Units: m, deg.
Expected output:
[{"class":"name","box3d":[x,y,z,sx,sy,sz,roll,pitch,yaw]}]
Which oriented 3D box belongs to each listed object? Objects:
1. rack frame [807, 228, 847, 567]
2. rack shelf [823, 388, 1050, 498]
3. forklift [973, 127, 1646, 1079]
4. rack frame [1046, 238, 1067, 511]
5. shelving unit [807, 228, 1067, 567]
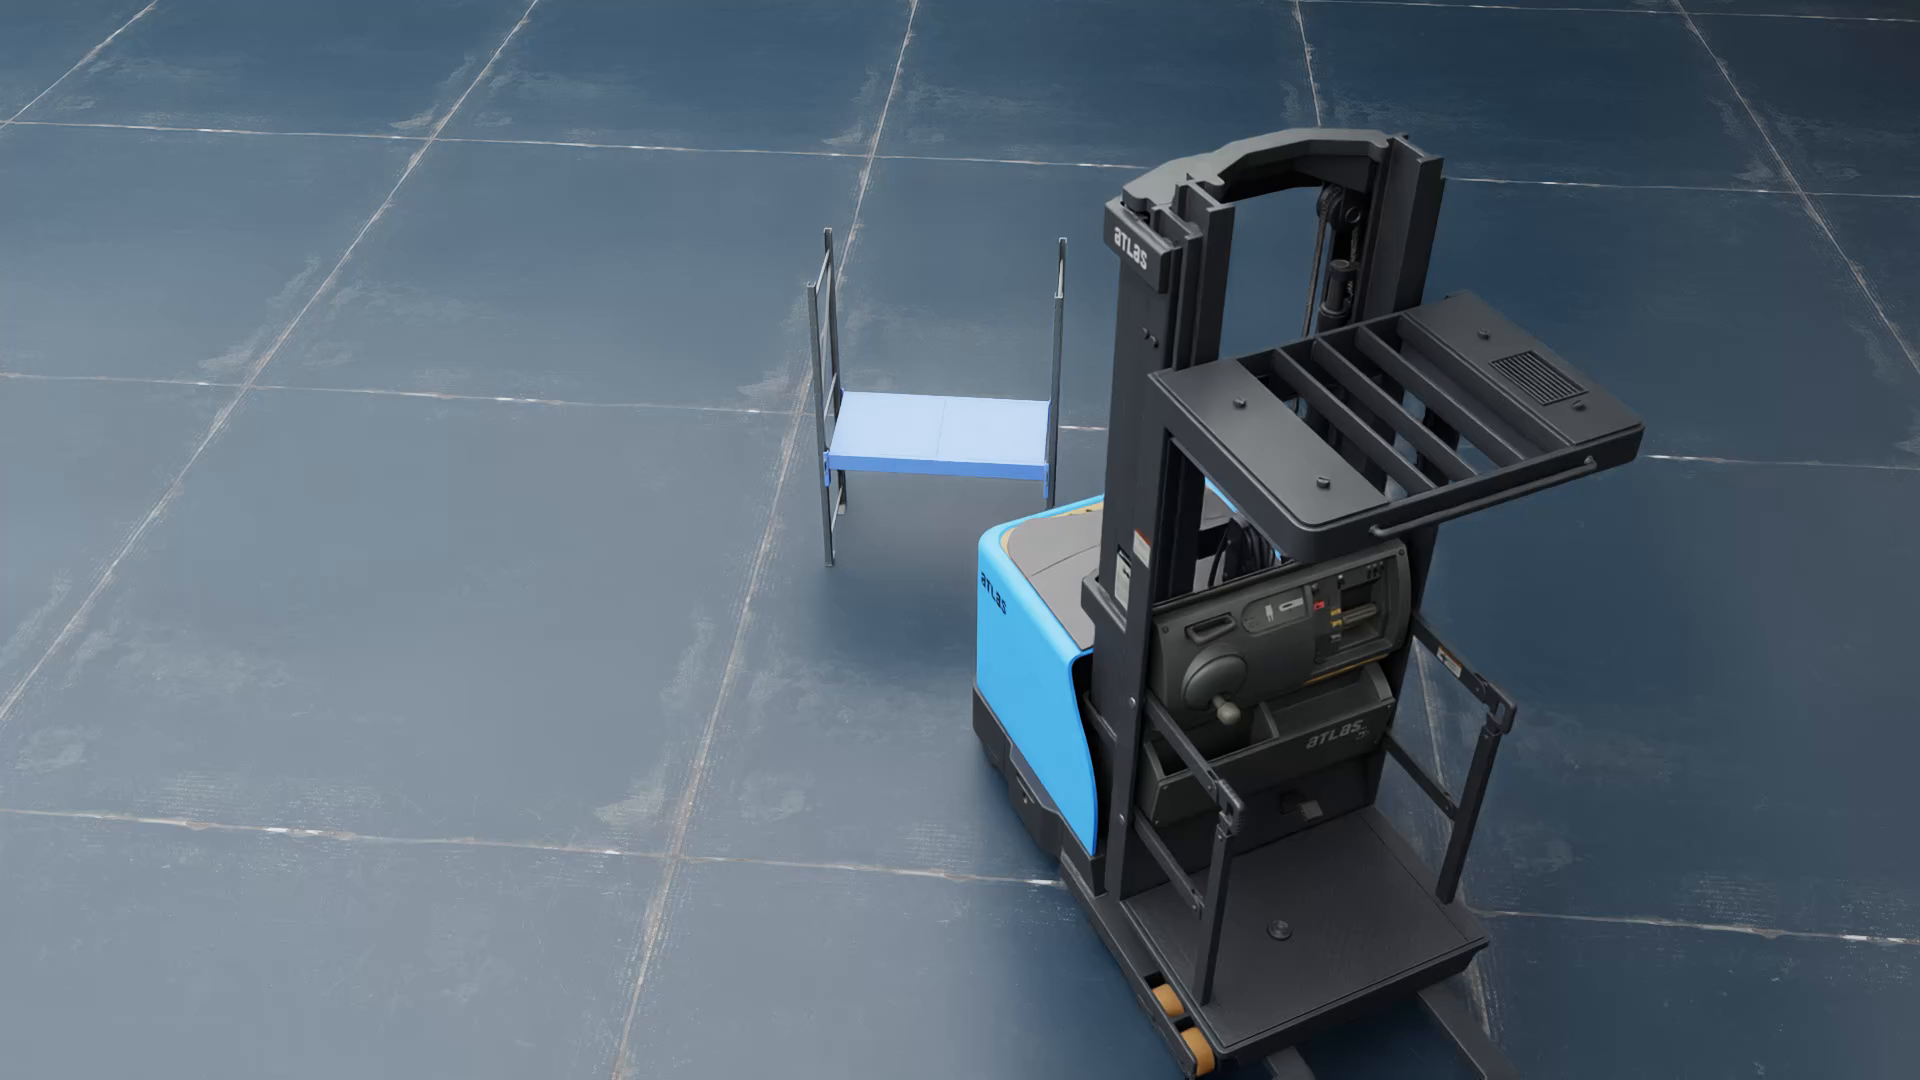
[{"class":"rack frame","box3d":[-0.591,-0.614,7.487,0.032,1.500,0.500,3,39,4]},{"class":"rack shelf","box3d":[-0.085,-0.447,7.566,1.000,0.185,0.538,3,39,4]},{"class":"forklift","box3d":[1.130,0.374,5.139,1.130,2.935,3.031,-16,42,-19]},{"class":"rack frame","box3d":[0.421,-0.559,7.419,0.032,1.500,0.500,3,39,4]},{"class":"shelving unit","box3d":[-0.085,-0.586,7.453,1.048,1.500,0.538,3,39,4]}]
